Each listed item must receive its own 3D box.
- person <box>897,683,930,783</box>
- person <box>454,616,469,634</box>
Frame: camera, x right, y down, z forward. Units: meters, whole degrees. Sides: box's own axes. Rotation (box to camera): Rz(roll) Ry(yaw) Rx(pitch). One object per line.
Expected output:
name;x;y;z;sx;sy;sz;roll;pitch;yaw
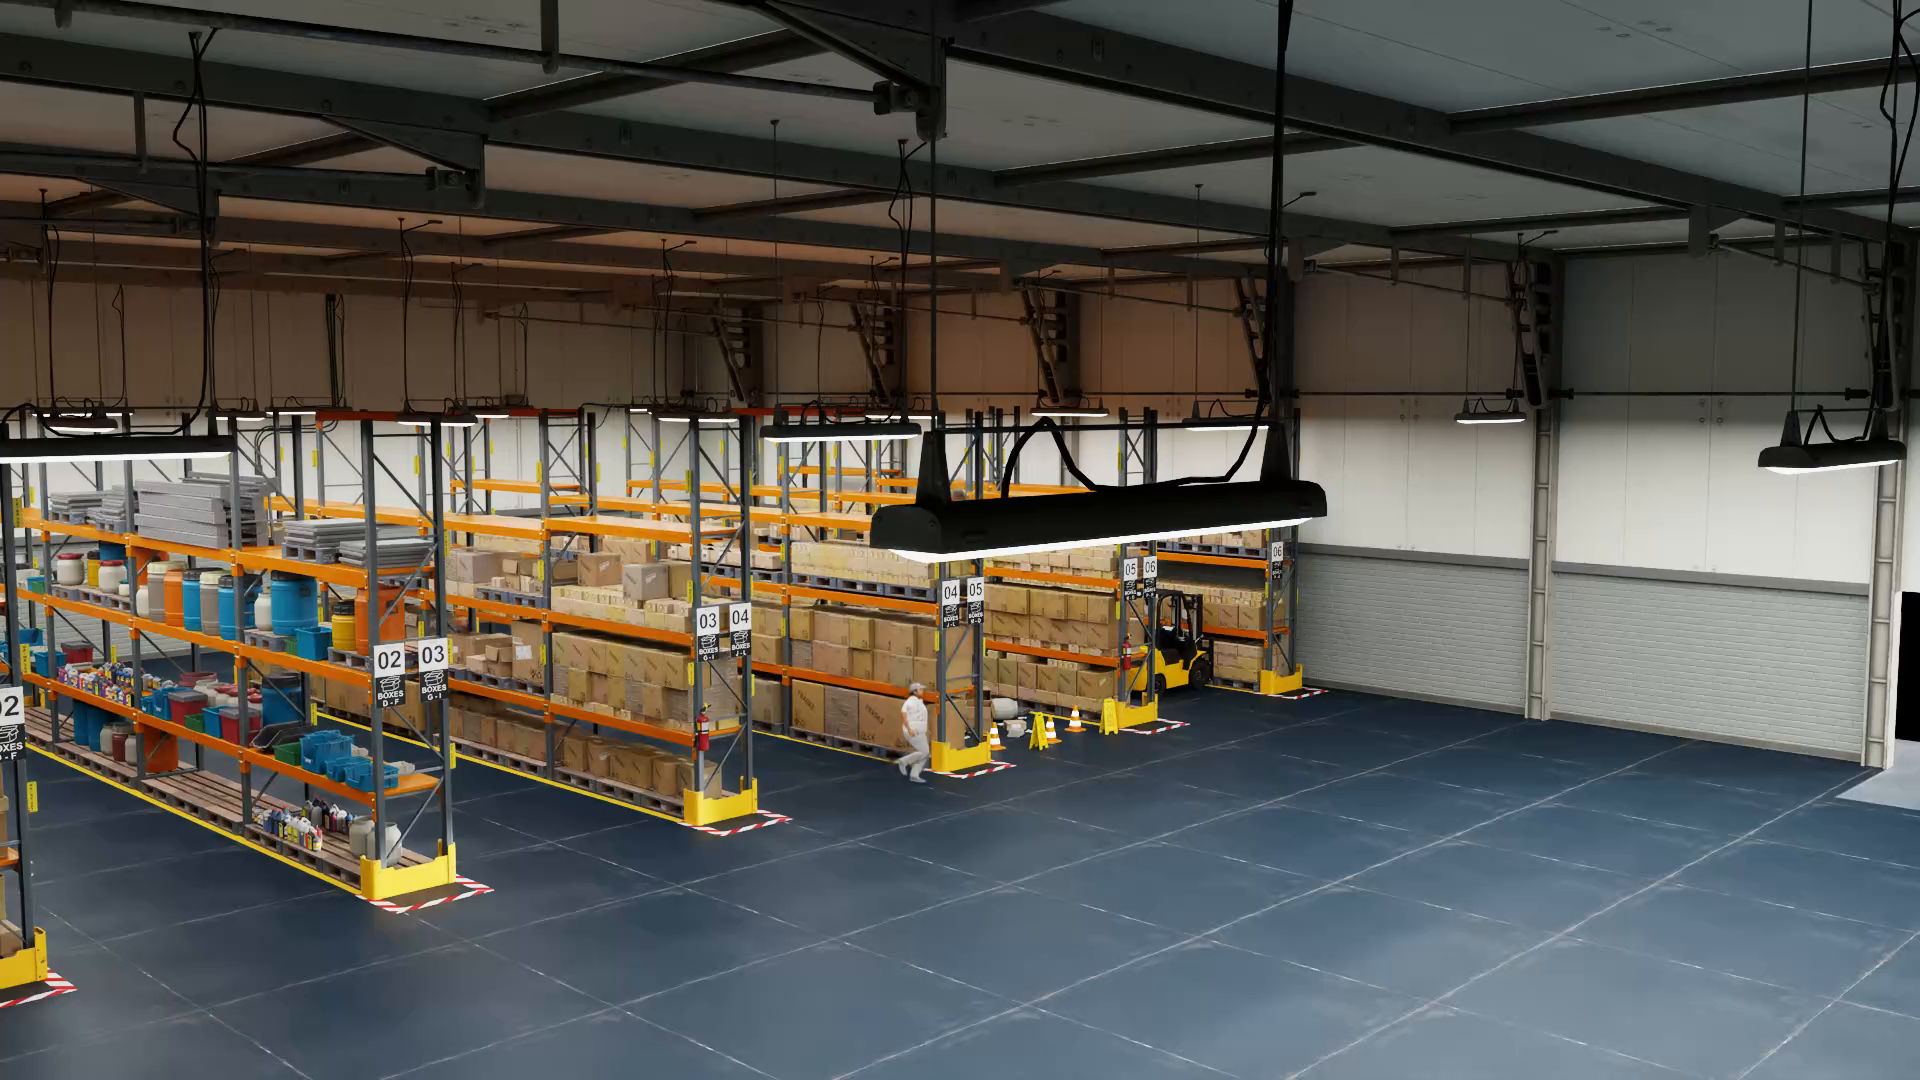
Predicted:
person;-0.704;3.133;27.186;0.529;1.593;0.648;2;5;17
person;-10.198;2.435;34.102;0.899;1.756;0.635;4;7;41
